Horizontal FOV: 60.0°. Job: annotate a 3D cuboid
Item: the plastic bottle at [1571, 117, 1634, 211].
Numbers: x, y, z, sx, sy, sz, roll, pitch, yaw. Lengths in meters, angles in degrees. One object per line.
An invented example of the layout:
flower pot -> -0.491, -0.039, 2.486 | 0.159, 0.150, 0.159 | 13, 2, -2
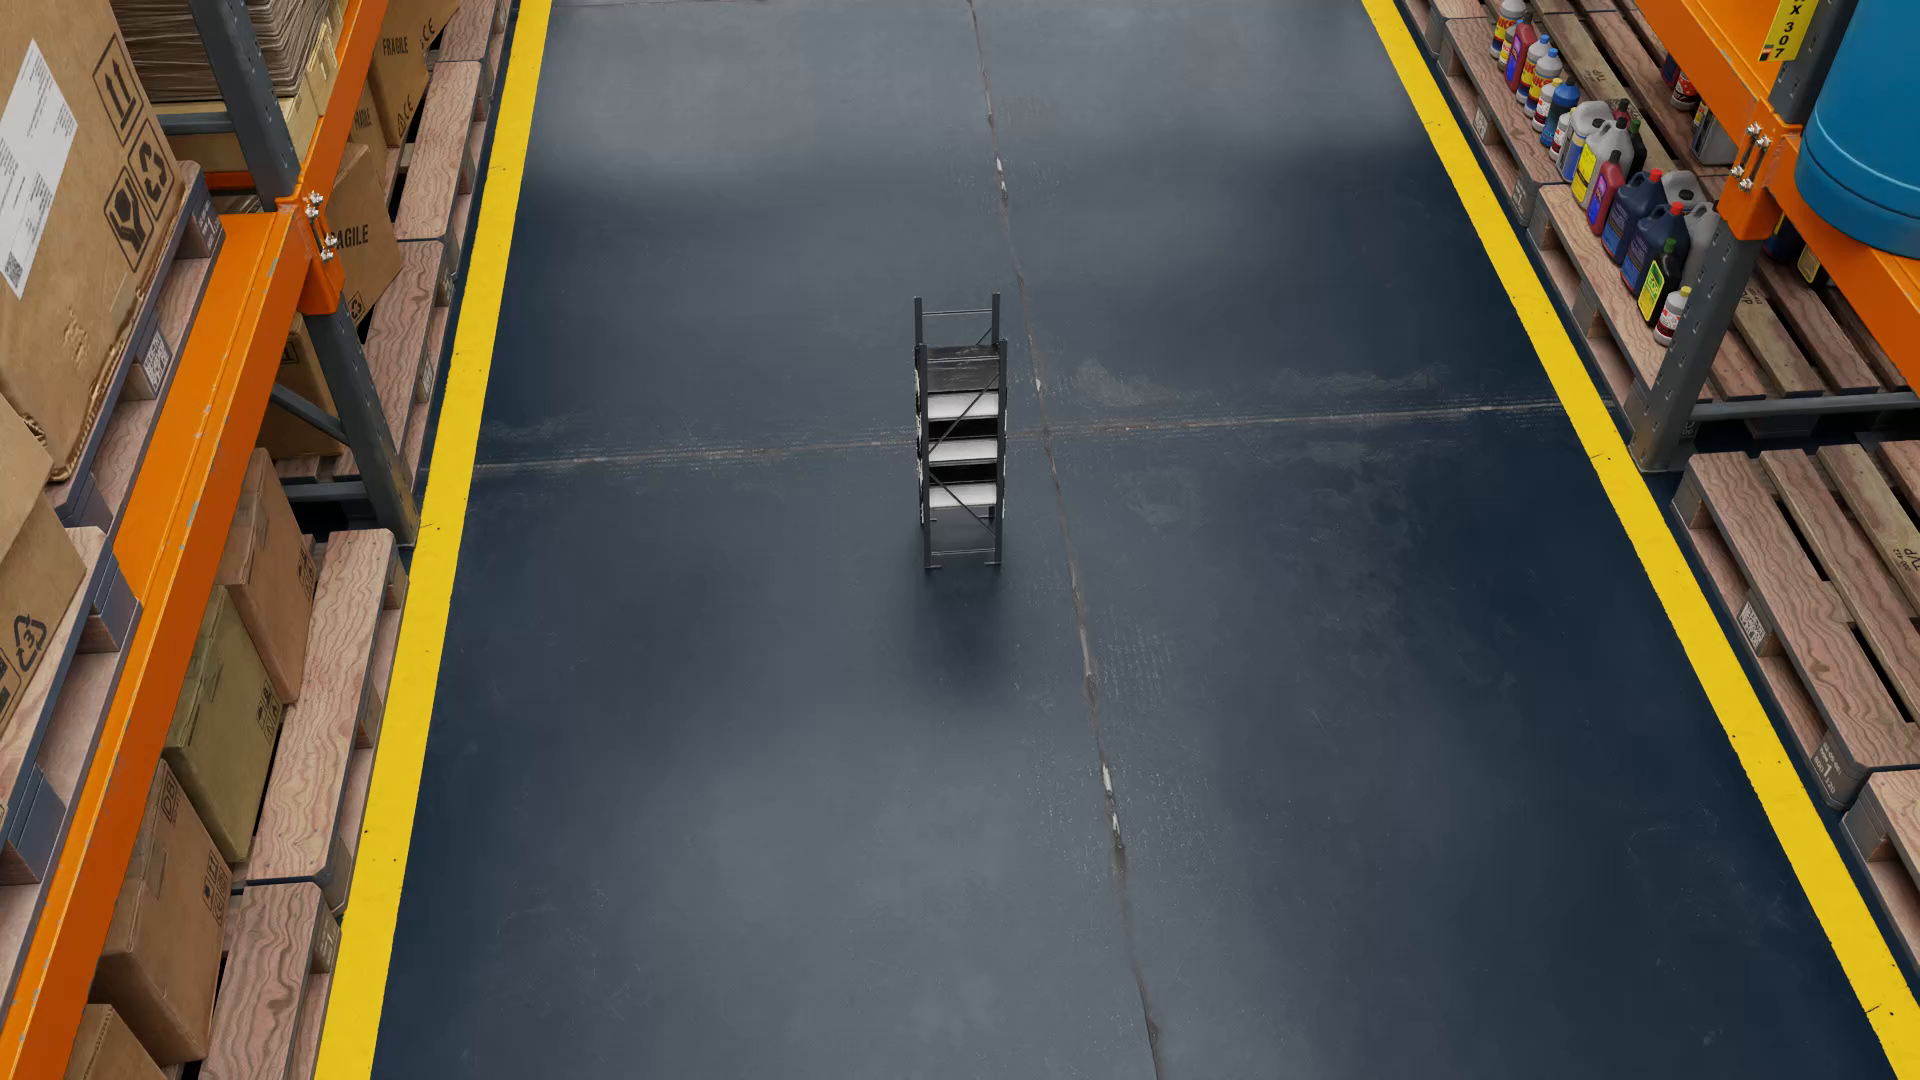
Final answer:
plastic bottle -> 2.338, -1.380, 6.013 | 0.144, 0.351, 0.185 | -4, 47, -4

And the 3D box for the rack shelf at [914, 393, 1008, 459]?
rack shelf -> 0.001, -0.343, 4.877 | 0.258, 0.077, 0.200 | -3, 47, -3

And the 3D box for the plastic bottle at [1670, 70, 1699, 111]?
plastic bottle -> 2.860, -1.795, 6.508 | 0.097, 0.201, 0.097 | 0, 47, 0

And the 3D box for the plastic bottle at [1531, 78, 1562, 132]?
plastic bottle -> 2.274, -1.679, 6.399 | 0.097, 0.201, 0.097 | 0, 47, 0

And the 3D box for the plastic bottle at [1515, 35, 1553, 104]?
plastic bottle -> 2.257, -1.847, 6.510 | 0.097, 0.271, 0.097 | 0, 47, 0

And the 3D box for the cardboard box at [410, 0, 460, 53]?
cardboard box -> -2.429, -2.314, 6.808 | 0.500, 0.500, 0.500 | 8, 47, 7

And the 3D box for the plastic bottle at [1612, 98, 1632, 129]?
plastic bottle -> 2.434, -1.482, 6.155 | 0.061, 0.283, 0.133 | -3, 47, -3

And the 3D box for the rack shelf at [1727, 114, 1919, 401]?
rack shelf -> 2.889, 0.375, 3.324 | 1.077, 0.370, 4.000 | -3, 47, -3

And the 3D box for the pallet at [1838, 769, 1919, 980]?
pallet -> 2.932, 1.090, 4.072 | 1.003, 0.211, 1.213 | -3, 47, -3

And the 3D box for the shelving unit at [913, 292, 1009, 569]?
shelving unit -> 0.001, -0.304, 4.918 | 0.258, 0.900, 0.210 | -3, 47, -3

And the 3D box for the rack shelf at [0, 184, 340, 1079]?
rack shelf -> -2.046, 0.676, 3.039 | 1.077, 0.370, 4.000 | -3, 47, -3

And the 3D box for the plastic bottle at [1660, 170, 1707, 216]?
plastic bottle -> 2.510, -1.148, 5.844 | 0.152, 0.276, 0.135 | -3, 47, -3

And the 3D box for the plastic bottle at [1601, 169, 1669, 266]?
plastic bottle -> 2.365, -1.147, 5.792 | 0.144, 0.351, 0.185 | -6, 47, -5

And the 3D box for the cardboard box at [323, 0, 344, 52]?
cardboard box -> -1.988, -1.466, 4.746 | 0.380, 0.149, 0.250 | -3, 47, -3

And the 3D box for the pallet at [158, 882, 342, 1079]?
pallet -> -2.042, 1.389, 3.789 | 1.003, 0.211, 1.213 | -3, 47, -3

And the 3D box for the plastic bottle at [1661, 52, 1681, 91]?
plastic bottle -> 2.865, -1.937, 6.587 | 0.061, 0.283, 0.133 | -3, 47, -3

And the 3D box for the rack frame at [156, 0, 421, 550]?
rack frame -> -2.214, -1.018, 4.148 | 1.000, 3.000, 0.127 | -3, 47, -3

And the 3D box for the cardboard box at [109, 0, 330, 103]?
cardboard box -> -2.190, -1.484, 4.316 | 0.875, 0.500, 0.500 | -3, 47, -3

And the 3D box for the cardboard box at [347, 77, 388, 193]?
cardboard box -> -2.393, -1.453, 5.993 | 0.500, 0.500, 0.500 | -7, 47, -7

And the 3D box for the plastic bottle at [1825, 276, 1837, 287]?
plastic bottle -> 3.078, -1.023, 5.726 | 0.152, 0.276, 0.135 | -2, 47, -2

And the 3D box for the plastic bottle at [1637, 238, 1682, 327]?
plastic bottle -> 2.353, -0.864, 5.570 | 0.061, 0.283, 0.133 | -1, 47, -1

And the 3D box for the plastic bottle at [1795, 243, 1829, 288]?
plastic bottle -> 2.972, -1.019, 5.717 | 0.061, 0.283, 0.133 | -3, 47, -3

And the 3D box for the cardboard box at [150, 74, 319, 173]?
cardboard box -> -1.932, -1.105, 4.404 | 0.380, 0.149, 0.250 | -3, 47, -3

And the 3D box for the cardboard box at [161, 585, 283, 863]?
cardboard box -> -2.163, 0.482, 4.146 | 0.700, 0.500, 0.500 | -4, 47, -4

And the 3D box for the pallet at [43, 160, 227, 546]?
pallet -> -2.295, -0.390, 3.686 | 1.003, 0.211, 1.213 | -3, 47, -3

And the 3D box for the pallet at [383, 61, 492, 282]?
pallet -> -2.410, -1.428, 6.457 | 1.003, 0.211, 1.213 | -3, 47, -3

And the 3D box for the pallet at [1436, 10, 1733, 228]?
pallet -> 2.602, -1.733, 6.746 | 1.003, 0.211, 1.213 | -3, 47, -3

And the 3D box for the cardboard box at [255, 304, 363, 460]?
cardboard box -> -2.207, -0.595, 5.180 | 0.500, 0.500, 0.500 | -5, 47, -5

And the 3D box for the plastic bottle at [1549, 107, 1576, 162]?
plastic bottle -> 2.291, -1.531, 6.258 | 0.097, 0.201, 0.097 | 0, 47, 0

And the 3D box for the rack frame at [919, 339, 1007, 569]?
rack frame -> 0.009, -0.230, 4.848 | 0.240, 0.900, 0.006 | -3, 47, -3

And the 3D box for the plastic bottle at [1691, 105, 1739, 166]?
plastic bottle -> 2.871, -1.560, 6.234 | 0.152, 0.276, 0.135 | -3, 47, -3

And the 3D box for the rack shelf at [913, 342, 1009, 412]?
rack shelf -> 0.001, -0.466, 4.746 | 0.258, 0.077, 0.200 | -3, 47, -3

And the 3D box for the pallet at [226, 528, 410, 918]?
pallet -> -2.147, 0.504, 4.627 | 1.003, 0.211, 1.213 | -3, 47, -3

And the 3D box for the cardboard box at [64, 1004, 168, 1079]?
cardboard box -> -2.068, 1.290, 3.380 | 0.700, 0.500, 0.500 | 0, 47, 0

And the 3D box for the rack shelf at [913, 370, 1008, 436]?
rack shelf -> 0.001, -0.404, 4.811 | 0.258, 0.077, 0.200 | -3, 47, -3

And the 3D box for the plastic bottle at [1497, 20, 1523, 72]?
plastic bottle -> 2.237, -1.996, 6.699 | 0.097, 0.201, 0.097 | 0, 47, 0

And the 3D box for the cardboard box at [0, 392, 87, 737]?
cardboard box -> -1.977, 0.051, 2.776 | 0.797, 0.503, 0.637 | 1, 47, 1
